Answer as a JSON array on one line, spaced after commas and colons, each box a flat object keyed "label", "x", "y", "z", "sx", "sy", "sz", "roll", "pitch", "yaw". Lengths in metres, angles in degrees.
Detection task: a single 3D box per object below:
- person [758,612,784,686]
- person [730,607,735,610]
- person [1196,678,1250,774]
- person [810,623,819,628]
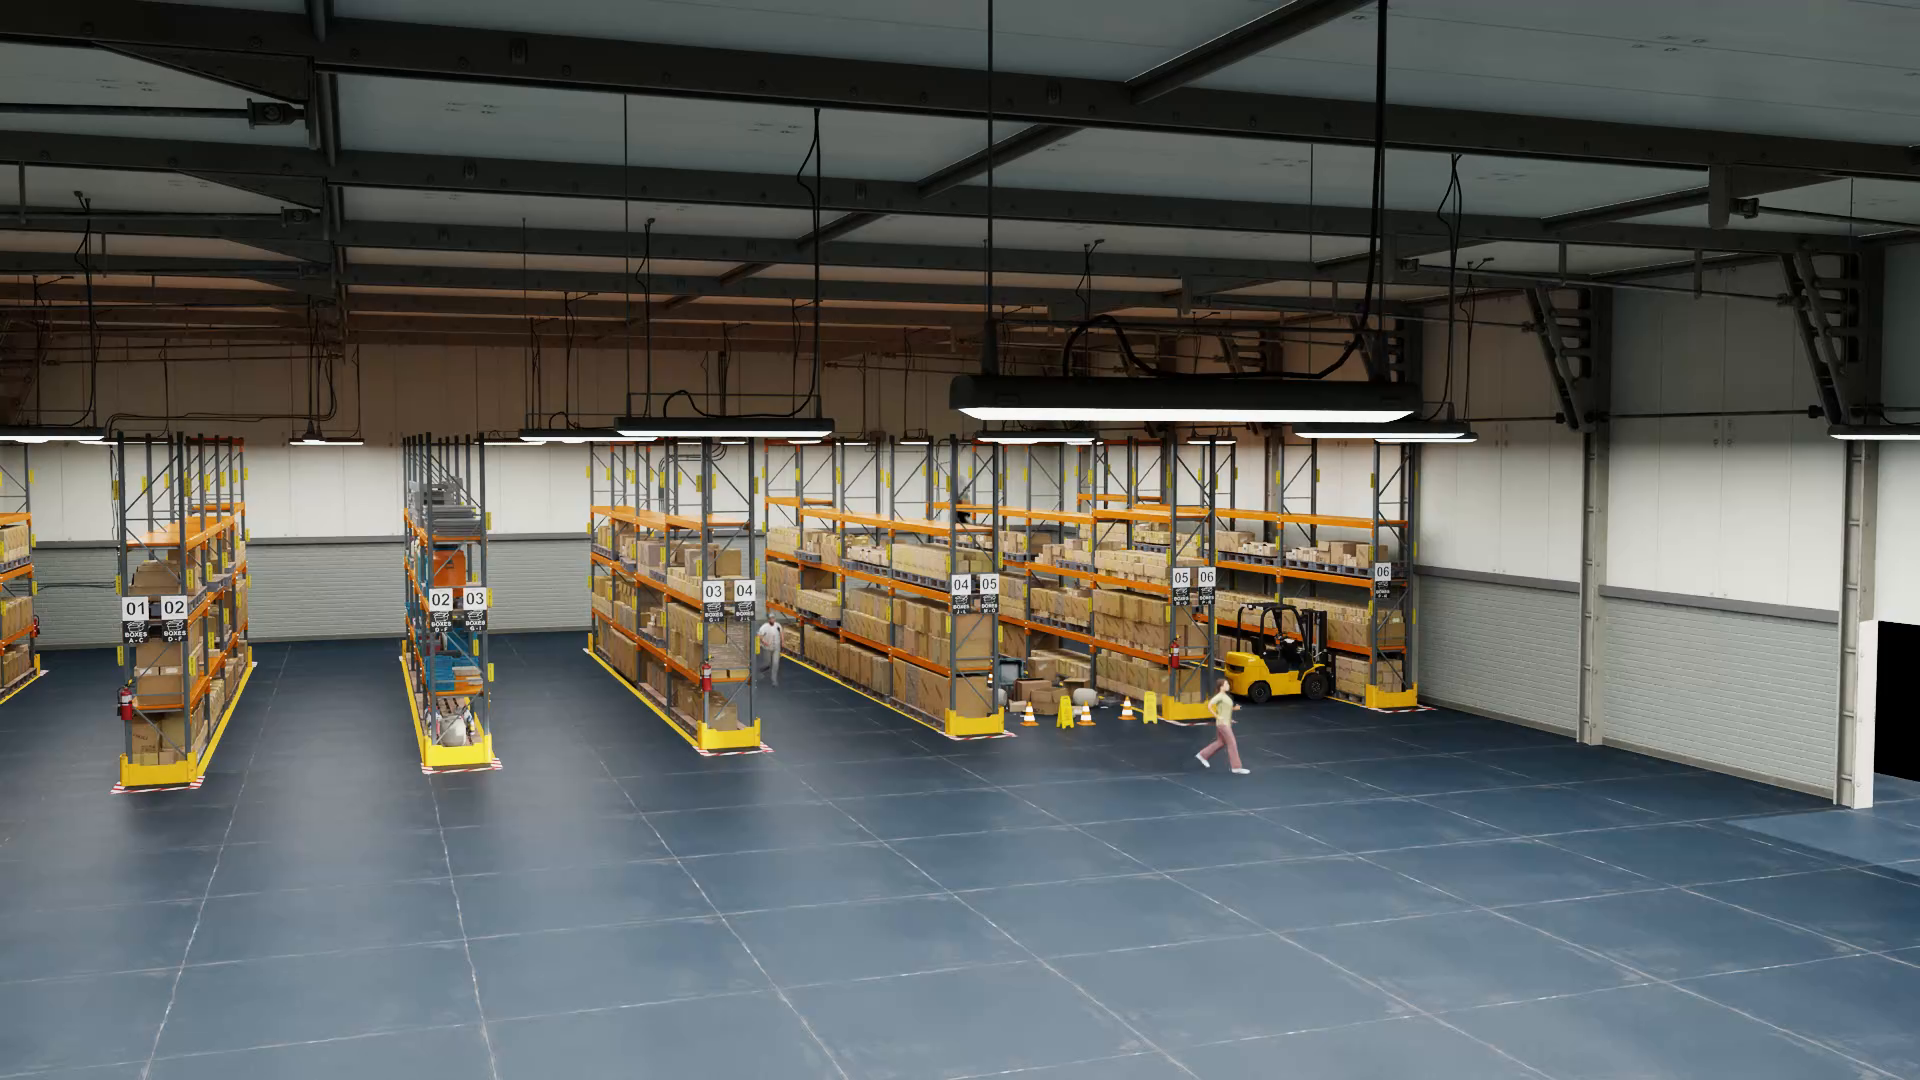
[{"label": "person", "x": -4.581, "y": 2.621, "z": 40.351, "sx": 0.670, "sy": 1.785, "sz": 0.834, "roll": -1, "pitch": 3, "yaw": -24}, {"label": "person", "x": -6.495, "y": 2.254, "z": 48.556, "sx": 0.603, "sy": 1.608, "sz": 0.624, "roll": 3, "pitch": 4, "yaw": 42}, {"label": "person", "x": 4.616, "y": 3.246, "z": 29.206, "sx": 0.968, "sy": 1.649, "sz": 0.577, "roll": 1, "pitch": 3, "yaw": 19}, {"label": "person", "x": -4.437, "y": 2.128, "z": 49.665, "sx": 1.114, "sy": 1.652, "sz": 0.747, "roll": 3, "pitch": 4, "yaw": 44}]
